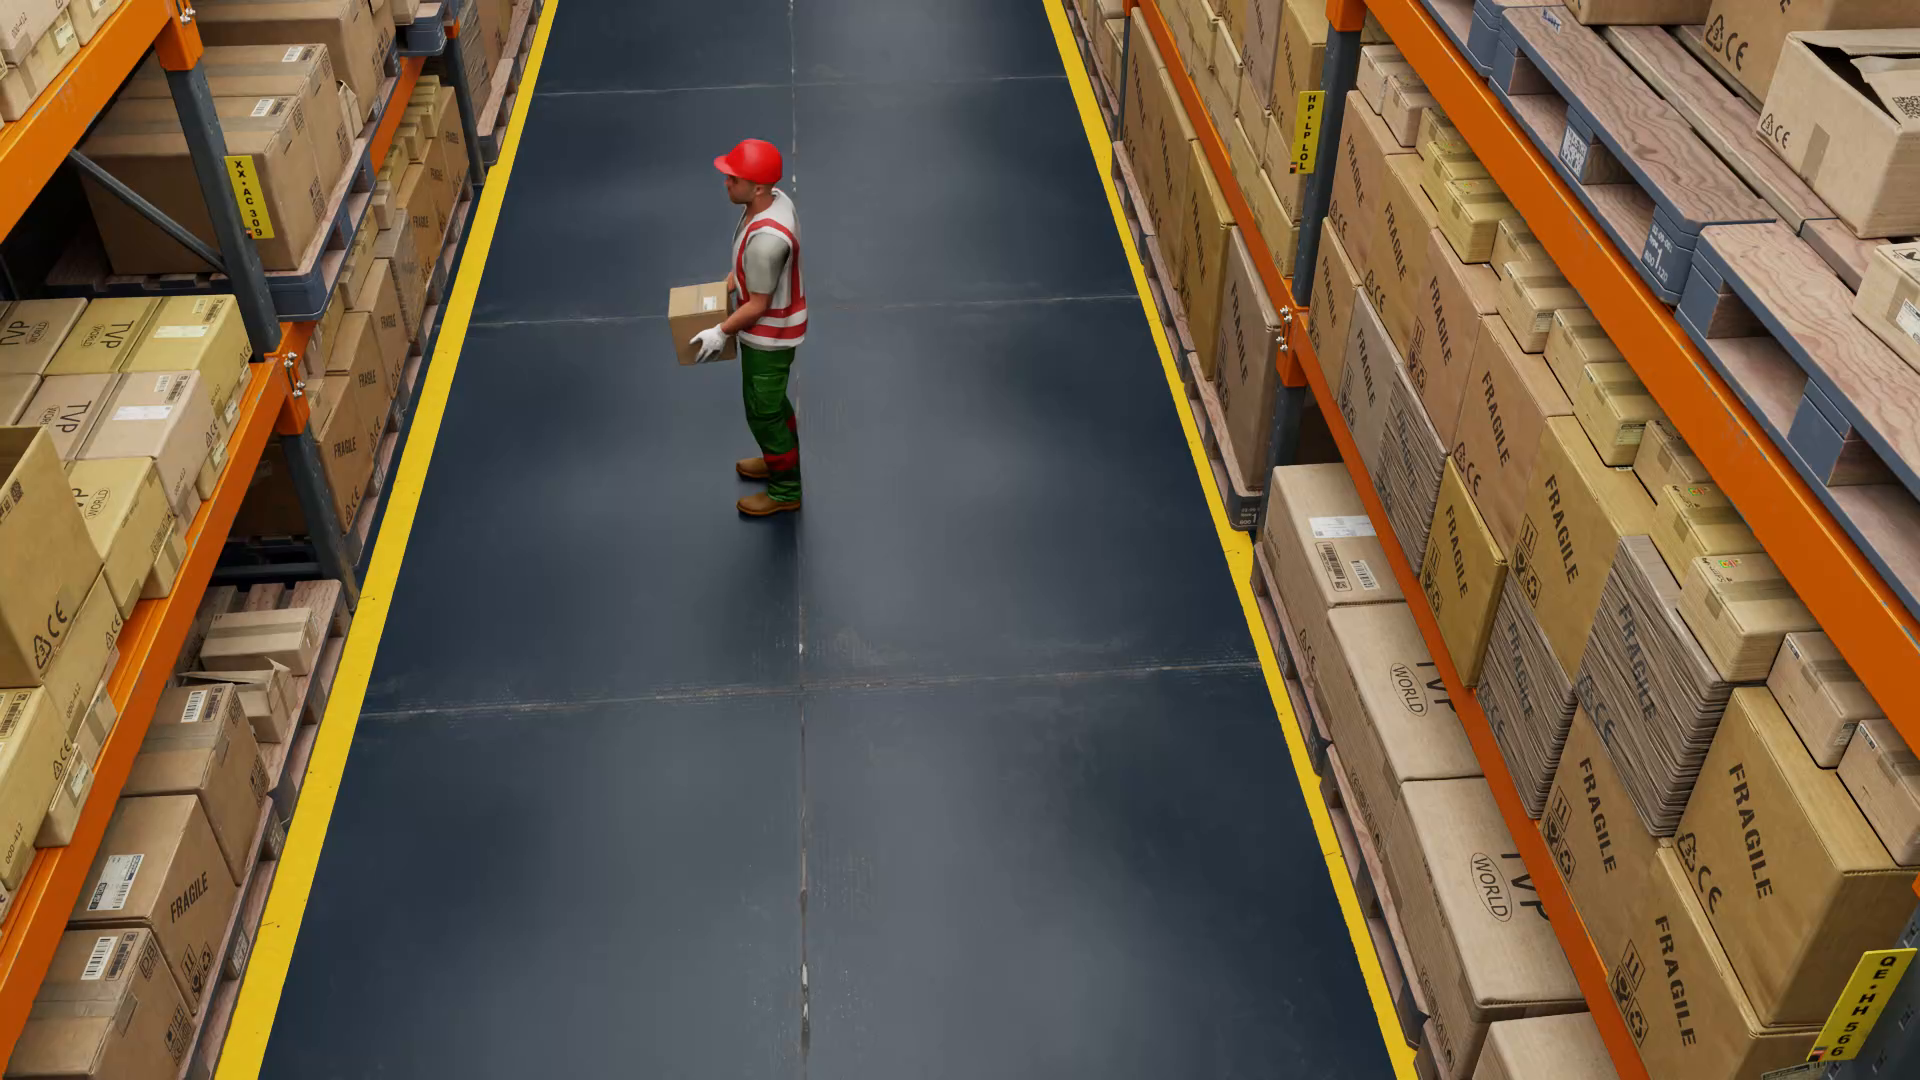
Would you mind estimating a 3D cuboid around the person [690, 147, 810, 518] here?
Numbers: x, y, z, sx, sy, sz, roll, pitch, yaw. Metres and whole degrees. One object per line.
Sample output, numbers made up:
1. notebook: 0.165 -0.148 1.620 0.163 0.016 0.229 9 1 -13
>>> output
1. person: -0.877 -0.899 7.260 0.446 1.780 0.620 -5 39 -6
